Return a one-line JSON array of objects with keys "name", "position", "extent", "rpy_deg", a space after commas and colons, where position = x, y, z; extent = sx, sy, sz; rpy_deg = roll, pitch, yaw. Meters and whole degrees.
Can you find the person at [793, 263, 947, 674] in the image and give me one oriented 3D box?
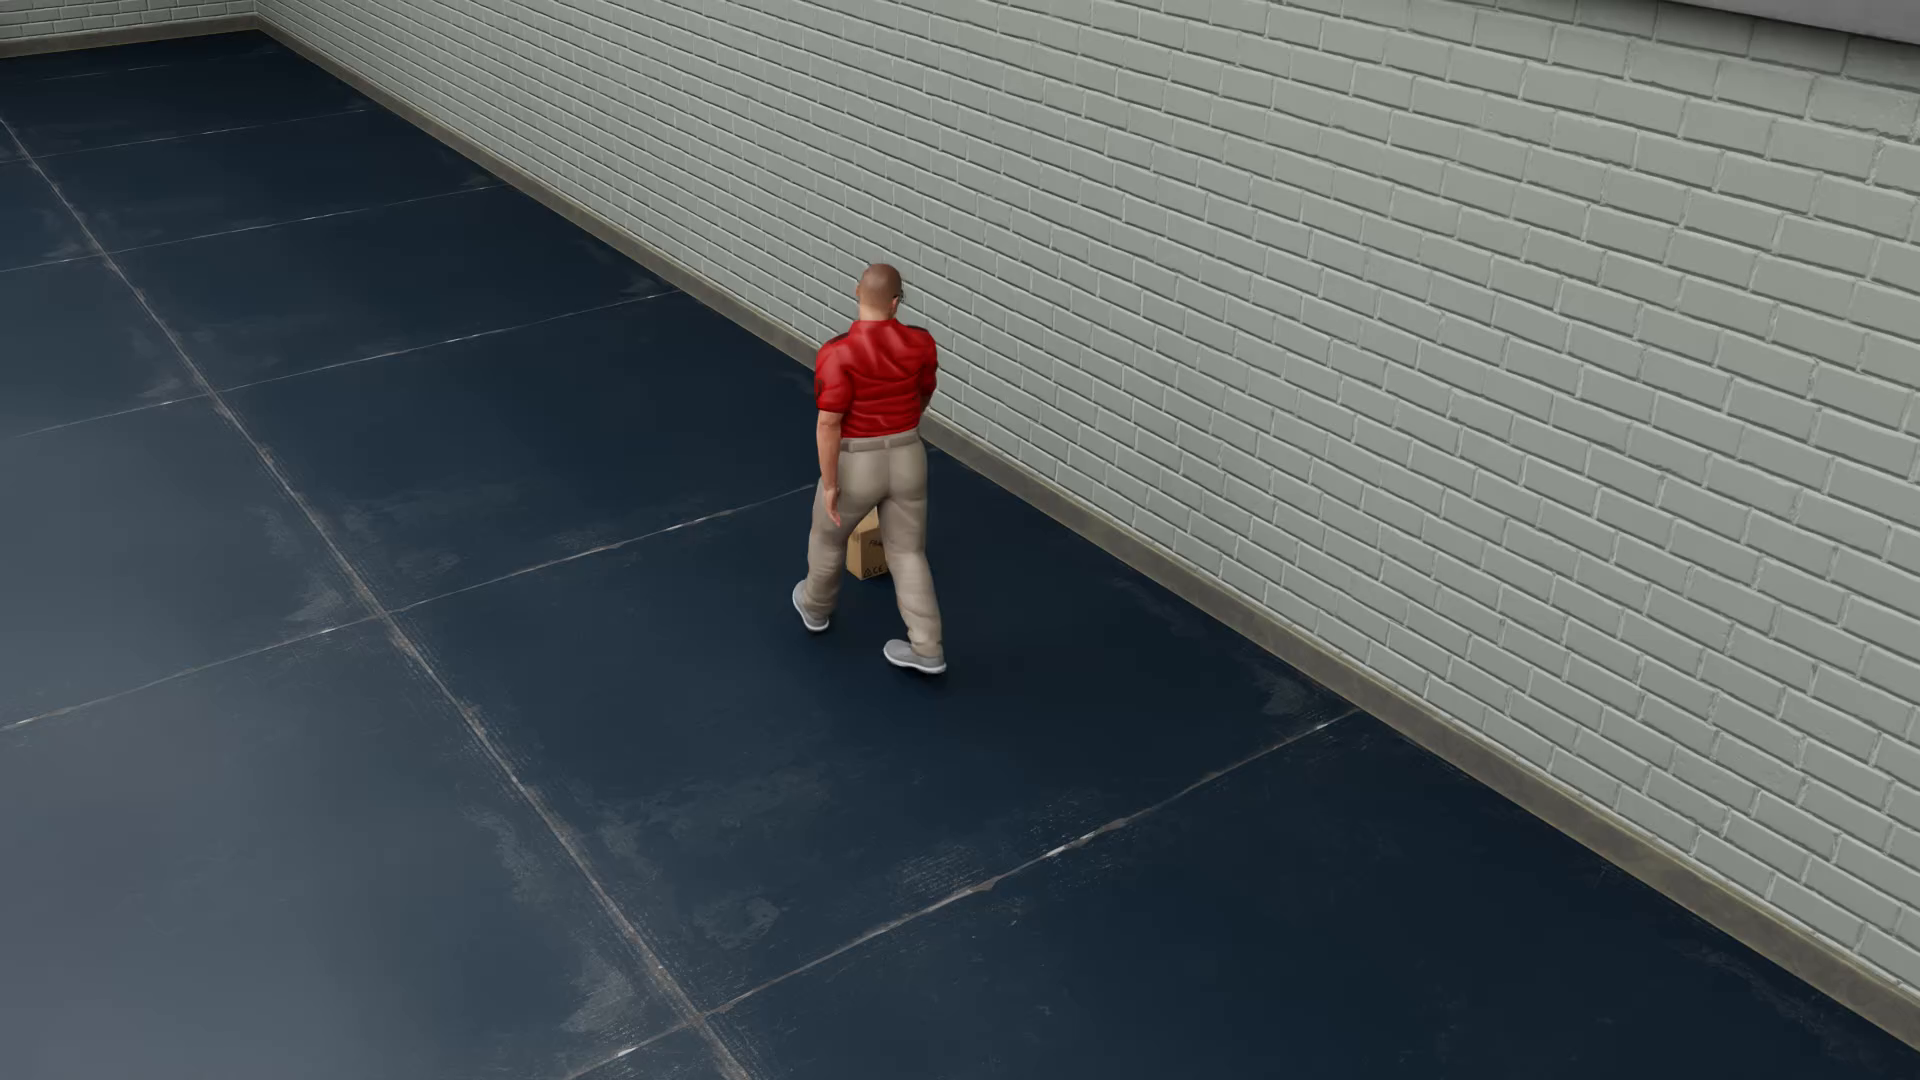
[{"name": "person", "position": [-0.357, -0.321, 6.755], "extent": [0.546, 1.679, 0.909], "rpy_deg": [-12, 30, -20]}]
